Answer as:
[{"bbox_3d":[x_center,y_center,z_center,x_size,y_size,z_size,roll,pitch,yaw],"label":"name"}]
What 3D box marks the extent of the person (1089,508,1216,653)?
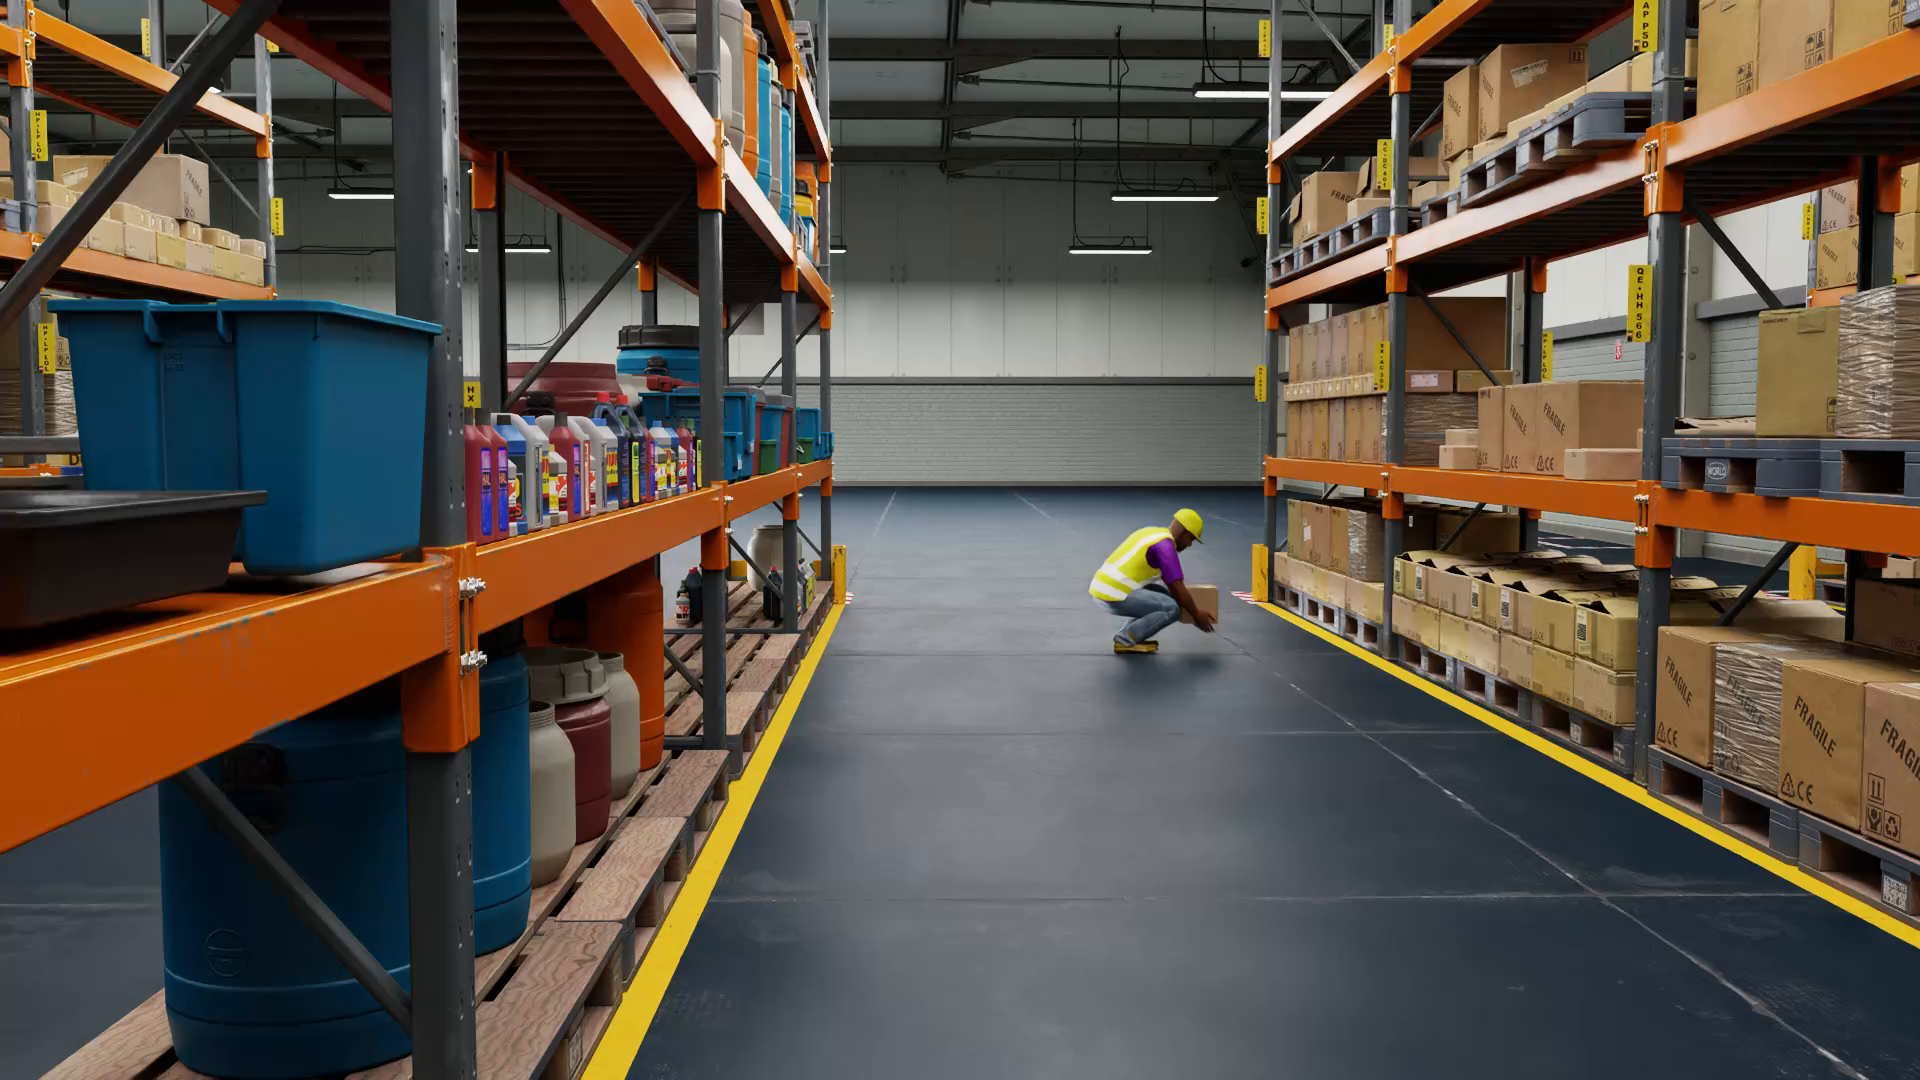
[{"bbox_3d":[1.346,0.281,11.699,0.865,1.002,0.587,0,4,-1],"label":"person"}]
